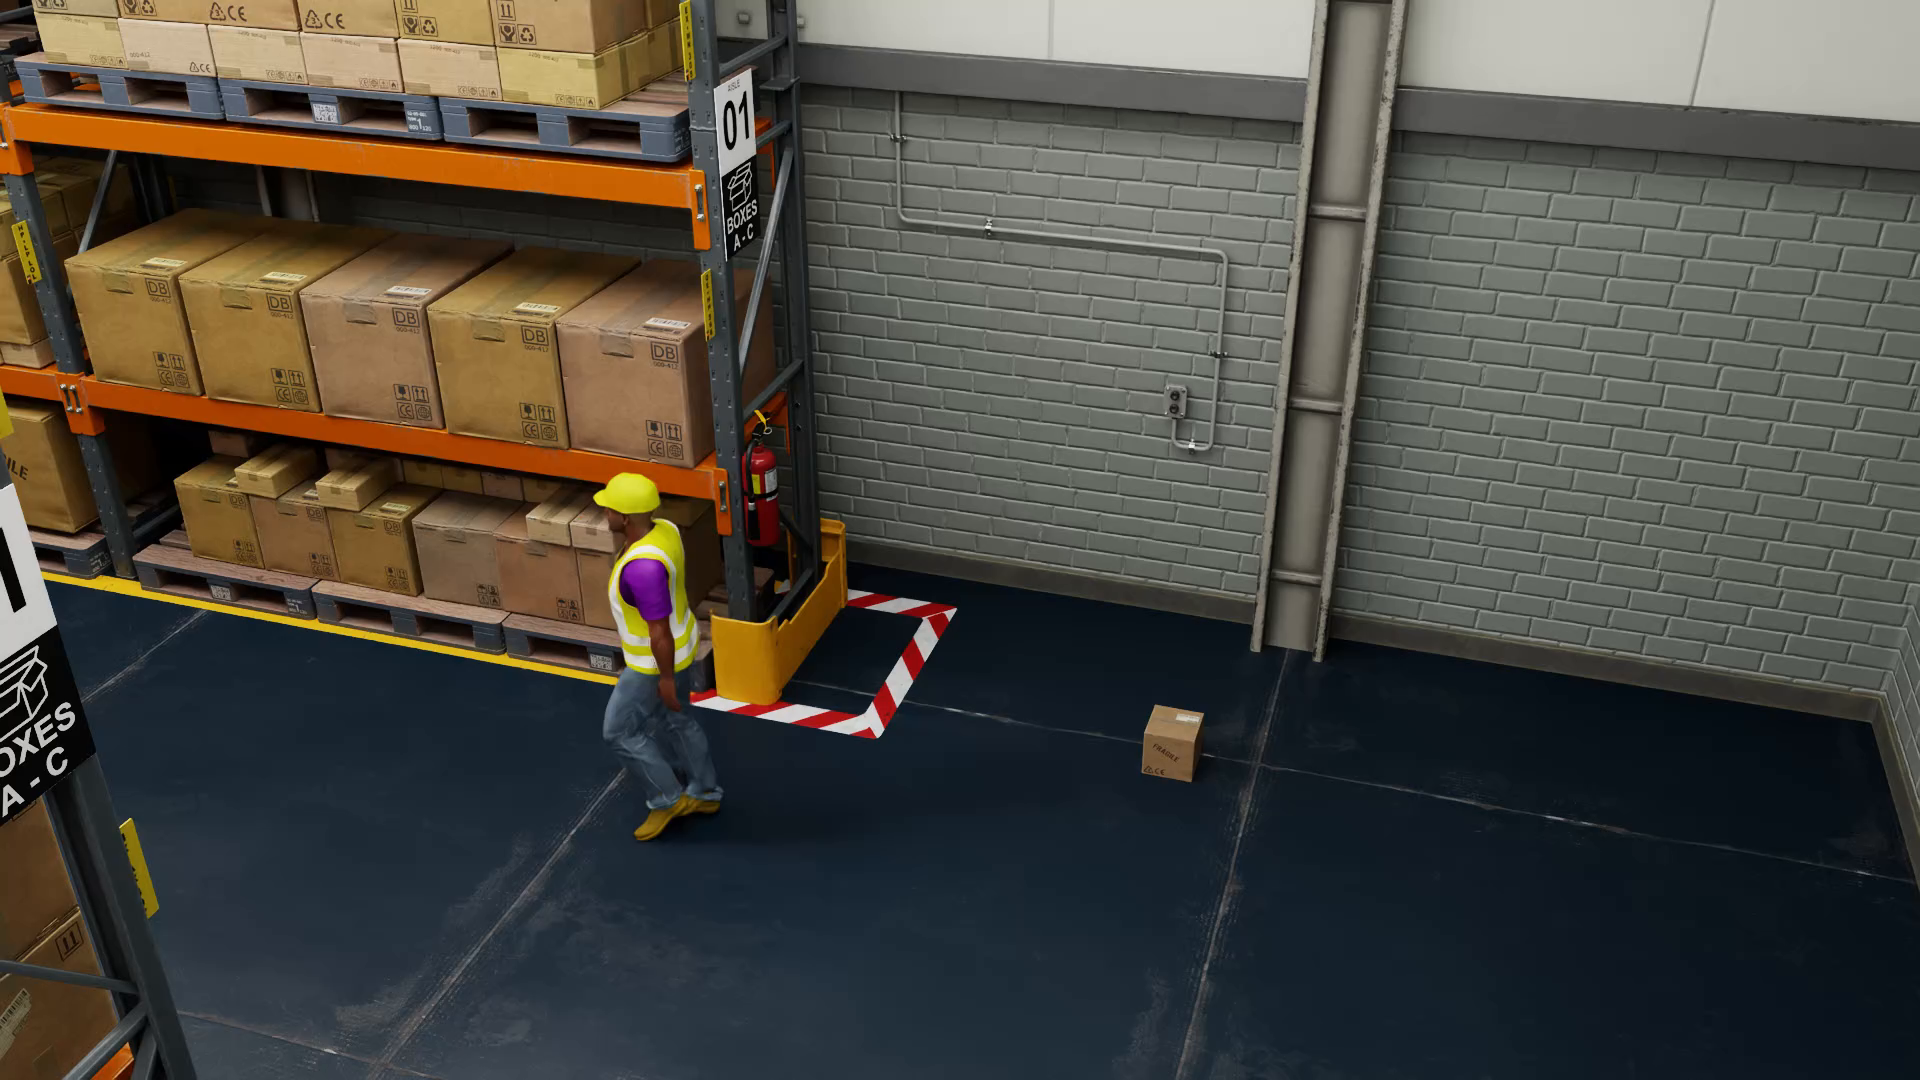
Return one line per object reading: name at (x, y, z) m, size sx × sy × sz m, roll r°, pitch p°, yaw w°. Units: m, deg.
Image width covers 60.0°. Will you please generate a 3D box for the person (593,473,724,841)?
person at (-1.366, 0.517, 7.542) m, size 0.497 × 1.794 × 0.593 m, roll 1°, pitch 29°, yaw 2°
